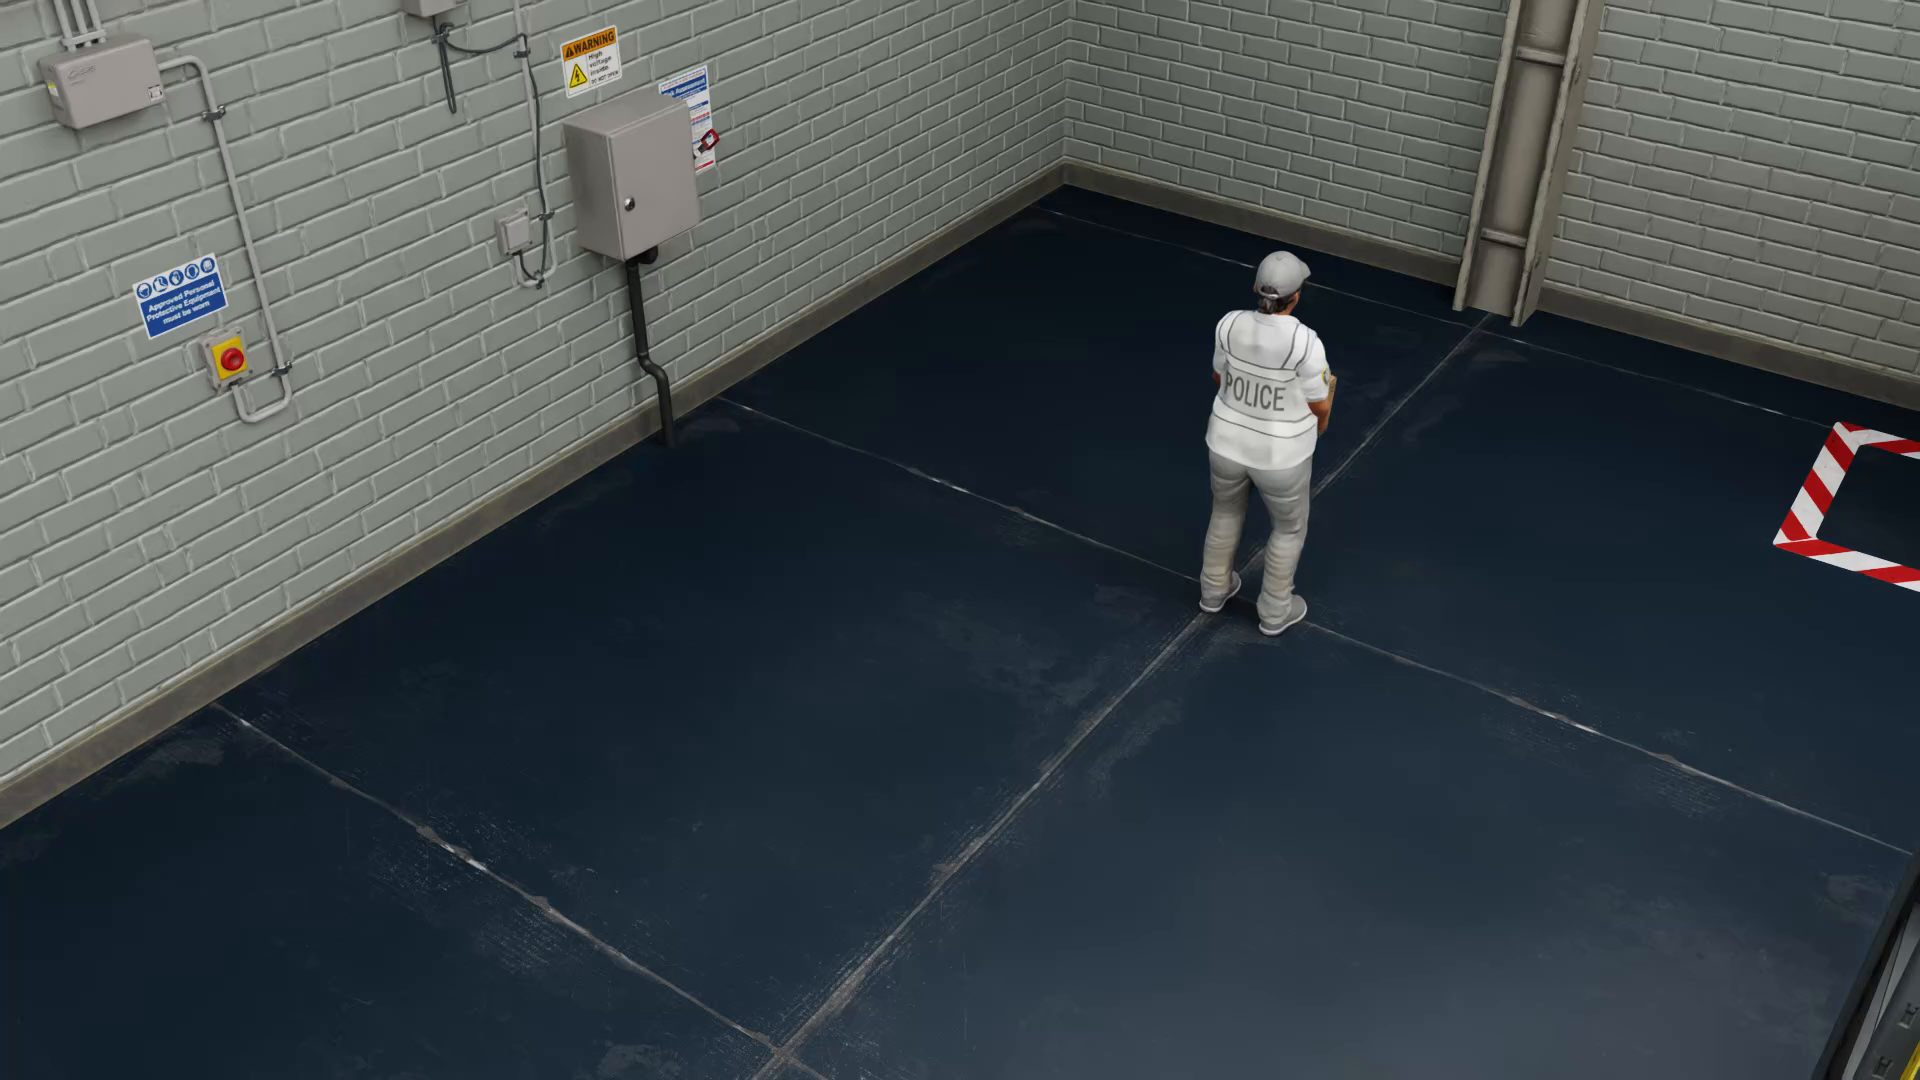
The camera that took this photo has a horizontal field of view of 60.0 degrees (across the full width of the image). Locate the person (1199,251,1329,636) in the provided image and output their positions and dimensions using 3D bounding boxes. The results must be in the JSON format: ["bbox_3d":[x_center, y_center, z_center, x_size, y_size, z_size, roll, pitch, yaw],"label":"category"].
[{"bbox_3d":[1.239,-0.400,6.711,0.487,1.670,0.503,21,40,28],"label":"person"}]
